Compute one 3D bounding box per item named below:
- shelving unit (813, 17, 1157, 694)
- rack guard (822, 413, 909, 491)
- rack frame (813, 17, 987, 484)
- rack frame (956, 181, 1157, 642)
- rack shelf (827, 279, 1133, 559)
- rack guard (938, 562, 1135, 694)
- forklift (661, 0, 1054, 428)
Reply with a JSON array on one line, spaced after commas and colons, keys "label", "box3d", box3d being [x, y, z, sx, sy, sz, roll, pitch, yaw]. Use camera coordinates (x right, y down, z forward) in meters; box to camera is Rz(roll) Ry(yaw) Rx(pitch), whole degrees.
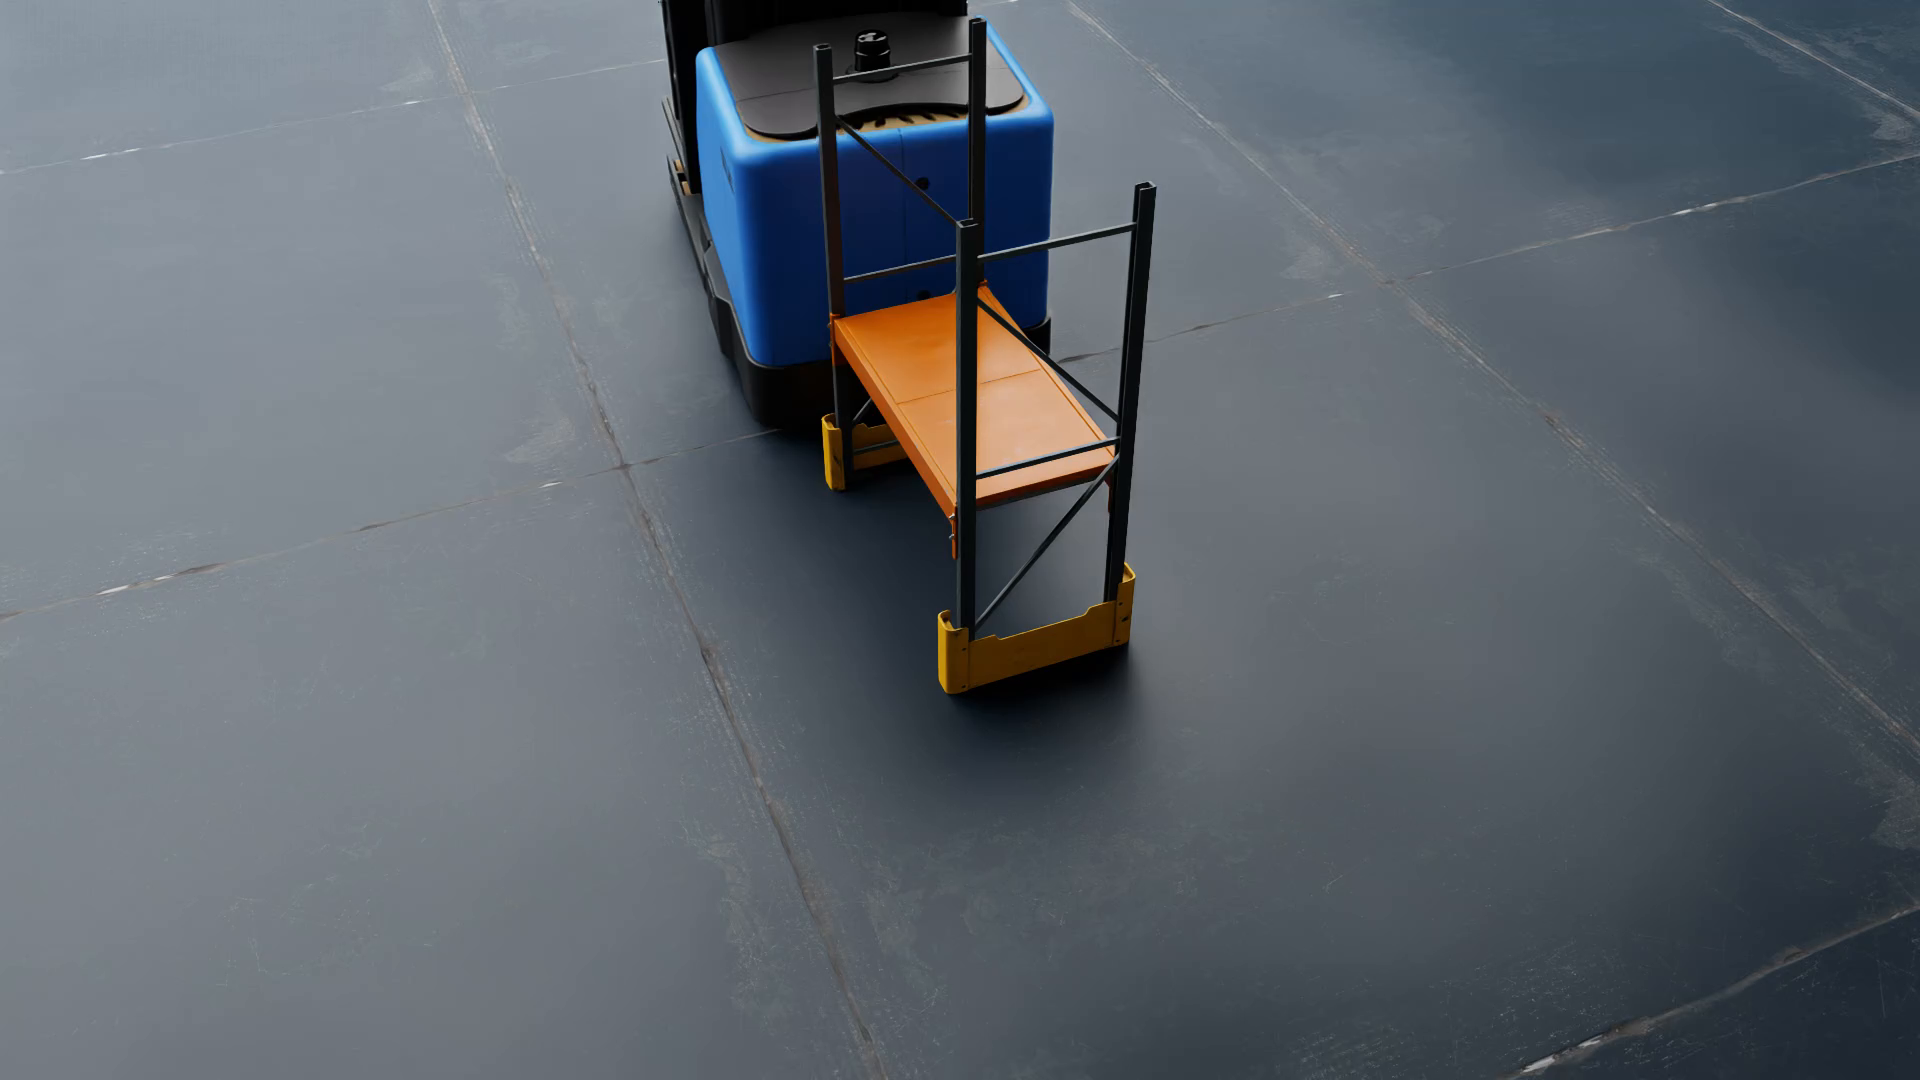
[{"label": "shelving unit", "box3d": [0.029, -0.523, 4.708, 0.587, 1.500, 1.083, -15, 43, -17]}, {"label": "rack guard", "box3d": [-0.161, -0.349, 5.464, 0.587, 0.250, 0.087, -15, 43, -17]}, {"label": "rack frame", "box3d": [-0.162, -0.823, 5.057, 0.500, 1.500, 0.032, -15, 43, -17]}, {"label": "rack frame", "box3d": [0.227, -0.211, 4.345, 0.500, 1.500, 0.032, -15, 43, -17]}, {"label": "rack shelf", "box3d": [0.033, -0.381, 4.819, 0.538, 0.185, 1.000, -15, 43, -17]}, {"label": "rack guard", "box3d": [0.220, 0.251, 4.766, 0.587, 0.250, 0.087, -15, 43, -17]}, {"label": "forklift", "box3d": [-0.577, -2.460, 5.863, 1.130, 2.935, 3.031, -10, 42, -12]}]
